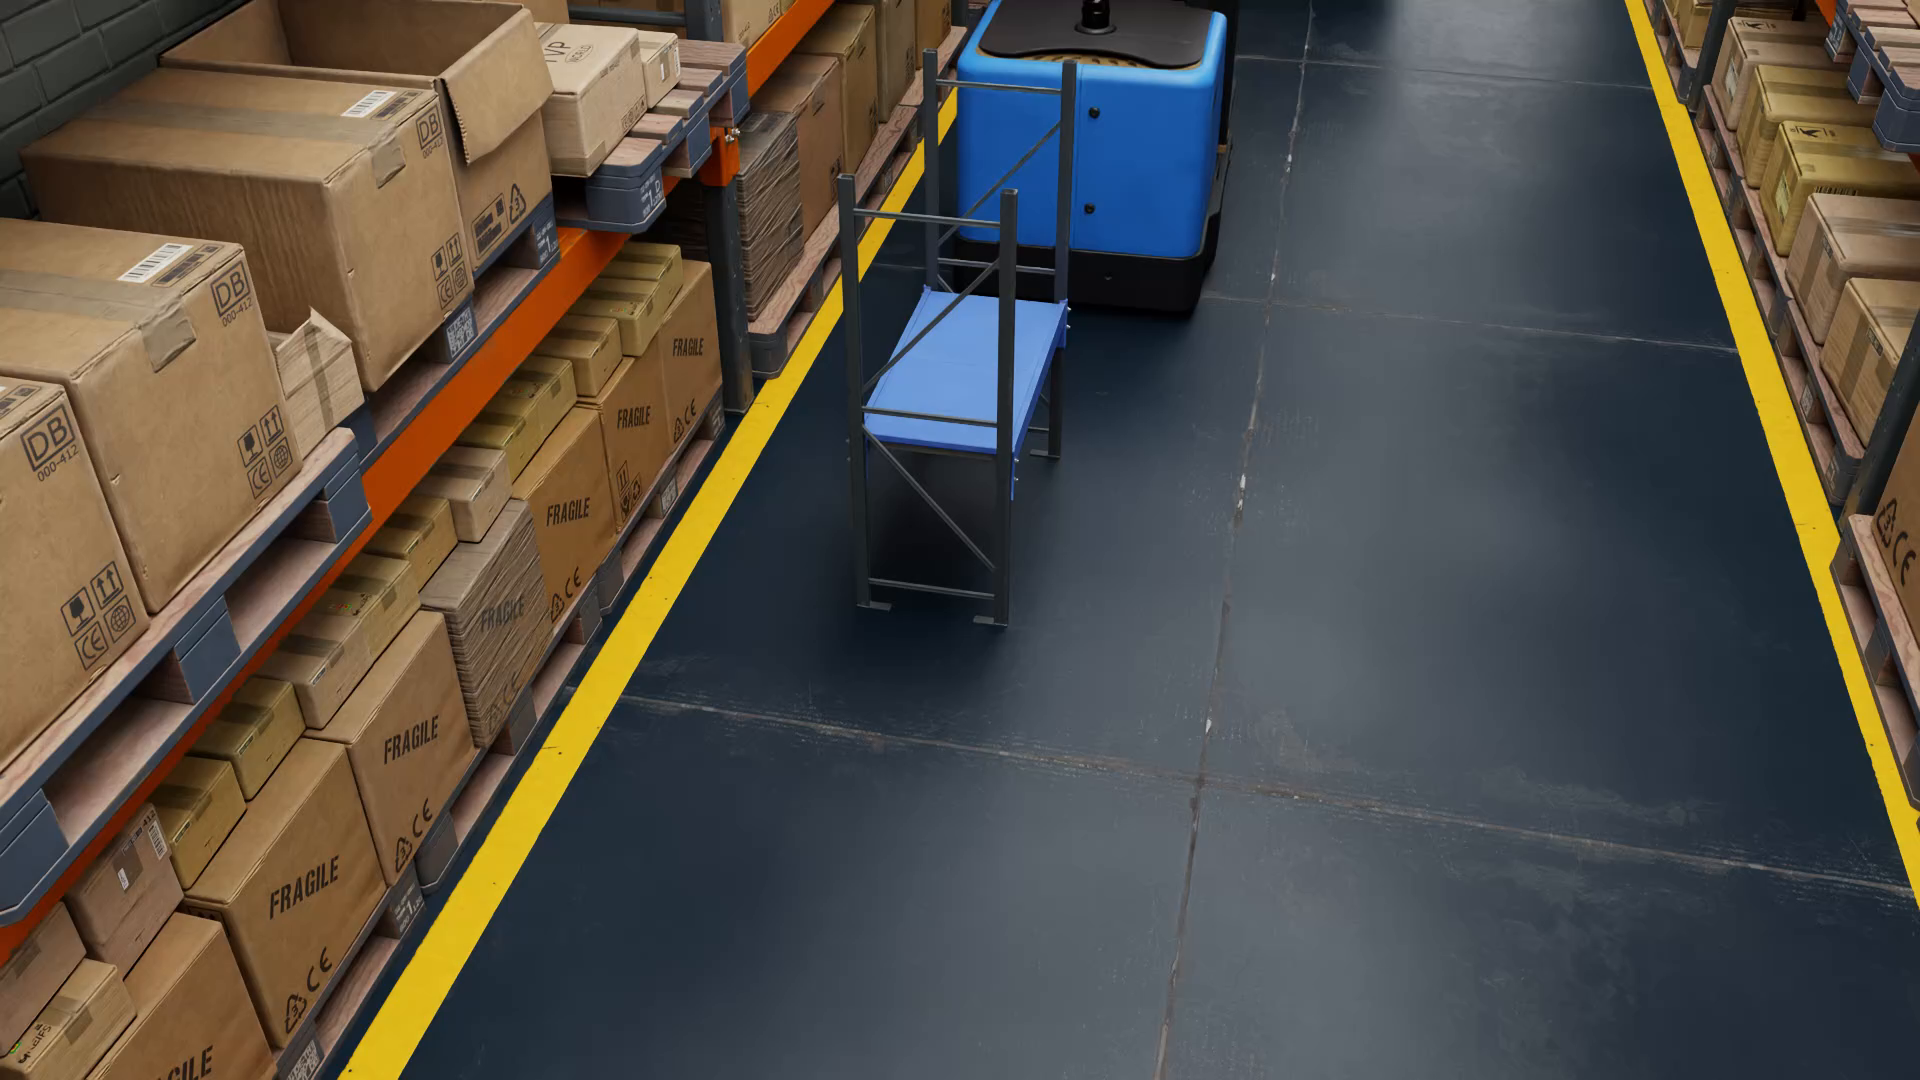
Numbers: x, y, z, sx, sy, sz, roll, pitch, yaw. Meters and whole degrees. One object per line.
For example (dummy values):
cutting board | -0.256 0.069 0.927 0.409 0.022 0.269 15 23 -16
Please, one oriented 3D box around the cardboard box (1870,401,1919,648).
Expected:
cardboard box | 3.317 -0.094 4.777 0.875 0.875 0.875 7 37 10

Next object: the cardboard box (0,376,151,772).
cardboard box | -1.837 0.043 2.691 0.700 0.500 0.500 8 37 11

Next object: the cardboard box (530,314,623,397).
cardboard box | -1.290 -0.590 5.227 0.380 0.149 0.250 6 36 8

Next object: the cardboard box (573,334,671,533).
cardboard box | -1.302 -0.393 5.509 0.500 0.500 0.500 7 36 9

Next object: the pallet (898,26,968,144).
pallet | -0.569 -2.527 9.057 1.003 0.211 1.213 7 37 10

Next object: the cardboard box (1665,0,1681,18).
cardboard box | 4.367 -3.199 9.593 0.500 0.250 0.500 6 36 9

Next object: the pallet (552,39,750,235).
pallet | -1.381 -1.315 5.172 1.213 0.211 1.003 7 37 10

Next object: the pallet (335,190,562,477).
pallet | -1.715 -0.597 4.181 1.003 0.211 1.213 7 37 10

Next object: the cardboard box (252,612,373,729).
cardboard box | -1.660 0.296 4.005 0.380 0.149 0.250 7 37 10

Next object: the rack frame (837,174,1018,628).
rack frame | -0.090 -0.365 4.975 0.500 1.500 0.032 7 37 10

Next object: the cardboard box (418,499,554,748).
cardboard box | -1.504 0.207 4.680 0.500 0.500 0.500 6 36 8

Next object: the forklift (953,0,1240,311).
forklift | 0.765 -3.003 7.396 1.130 2.935 3.031 7 36 9

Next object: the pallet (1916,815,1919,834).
pallet | 3.041 1.099 4.054 1.003 0.211 1.213 7 37 10

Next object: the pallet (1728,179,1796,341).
pallet | 3.977 -1.186 7.207 1.003 0.211 1.213 7 37 10

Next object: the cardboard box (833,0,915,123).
cardboard box | -0.724 -2.547 8.374 0.875 0.625 0.625 7 37 9

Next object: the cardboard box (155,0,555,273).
cardboard box | -1.472 -1.043 4.187 0.797 0.503 0.637 7 36 9

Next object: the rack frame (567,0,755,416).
rack frame | -1.305 -1.790 5.664 1.000 3.000 0.127 7 37 10

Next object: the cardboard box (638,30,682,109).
cardboard box | -1.070 -1.434 5.028 0.380 0.149 0.250 8 37 11

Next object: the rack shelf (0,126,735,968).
rack shelf | -1.732 -0.352 4.293 1.077 0.370 4.000 7 37 10

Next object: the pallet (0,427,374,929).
pallet | -1.882 0.136 3.169 1.003 0.211 1.213 7 37 10

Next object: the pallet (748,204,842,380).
pallet | -1.091 -1.128 7.127 1.003 0.211 1.213 7 37 10

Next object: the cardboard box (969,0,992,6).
cardboard box | -0.023 -3.376 9.837 0.500 0.250 0.500 8 37 10

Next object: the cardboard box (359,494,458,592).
cardboard box | -1.575 -0.005 4.420 0.380 0.149 0.250 7 37 10

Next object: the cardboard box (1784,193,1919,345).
cardboard box | 3.826 -1.023 6.487 0.950 0.372 0.625 7 36 9

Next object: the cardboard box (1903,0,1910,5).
cardboard box | 3.444 -1.912 5.688 0.380 0.149 0.250 6 36 8

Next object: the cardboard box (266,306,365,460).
cardboard box | -1.487 -0.361 3.449 0.396 0.266 0.258 9 37 12

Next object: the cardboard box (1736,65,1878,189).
cardboard box | 4.140 -1.856 7.636 0.950 0.372 0.625 10 37 13

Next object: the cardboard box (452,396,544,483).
cardboard box | -1.443 -0.301 4.829 0.380 0.149 0.250 7 36 9

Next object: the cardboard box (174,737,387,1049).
cardboard box | -1.732 0.790 3.877 0.500 0.500 0.500 7 36 9

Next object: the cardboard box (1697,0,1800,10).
cardboard box | 4.264 -3.196 8.950 0.500 0.500 0.500 7 36 9

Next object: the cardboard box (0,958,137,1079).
cardboard box | -1.822 0.910 3.158 0.380 0.149 0.250 9 37 12

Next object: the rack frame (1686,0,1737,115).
rack frame | 4.400 -3.463 7.972 1.000 3.000 0.127 7 37 10

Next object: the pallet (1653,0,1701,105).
pallet | 4.509 -2.724 9.328 1.003 0.211 1.213 7 37 10

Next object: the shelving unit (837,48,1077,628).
shelving unit | 0.018 -0.656 5.377 0.538 1.500 1.048 7 37 10

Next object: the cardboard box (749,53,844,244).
cardboard box | -1.026 -1.730 7.247 0.875 0.625 0.625 8 37 11

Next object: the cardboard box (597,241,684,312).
cardboard box | -1.163 -0.896 5.649 0.380 0.149 0.250 6 36 8

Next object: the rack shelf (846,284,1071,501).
rack shelf | 0.018 -0.511 5.483 0.538 0.185 1.000 7 37 10

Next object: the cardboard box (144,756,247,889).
cardboard box | -1.795 0.593 3.595 0.380 0.149 0.250 6 36 8

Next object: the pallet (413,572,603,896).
pallet | -1.764 0.460 4.936 1.003 0.211 1.213 7 37 10

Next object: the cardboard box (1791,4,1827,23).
cardboard box | 4.790 -2.824 9.076 0.500 0.250 0.500 6 36 8

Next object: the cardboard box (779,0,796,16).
cardboard box | -0.859 -2.241 6.414 0.500 0.250 0.500 7 36 9

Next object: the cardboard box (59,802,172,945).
cardboard box | -1.814 0.635 3.284 0.380 0.149 0.250 6 36 8
